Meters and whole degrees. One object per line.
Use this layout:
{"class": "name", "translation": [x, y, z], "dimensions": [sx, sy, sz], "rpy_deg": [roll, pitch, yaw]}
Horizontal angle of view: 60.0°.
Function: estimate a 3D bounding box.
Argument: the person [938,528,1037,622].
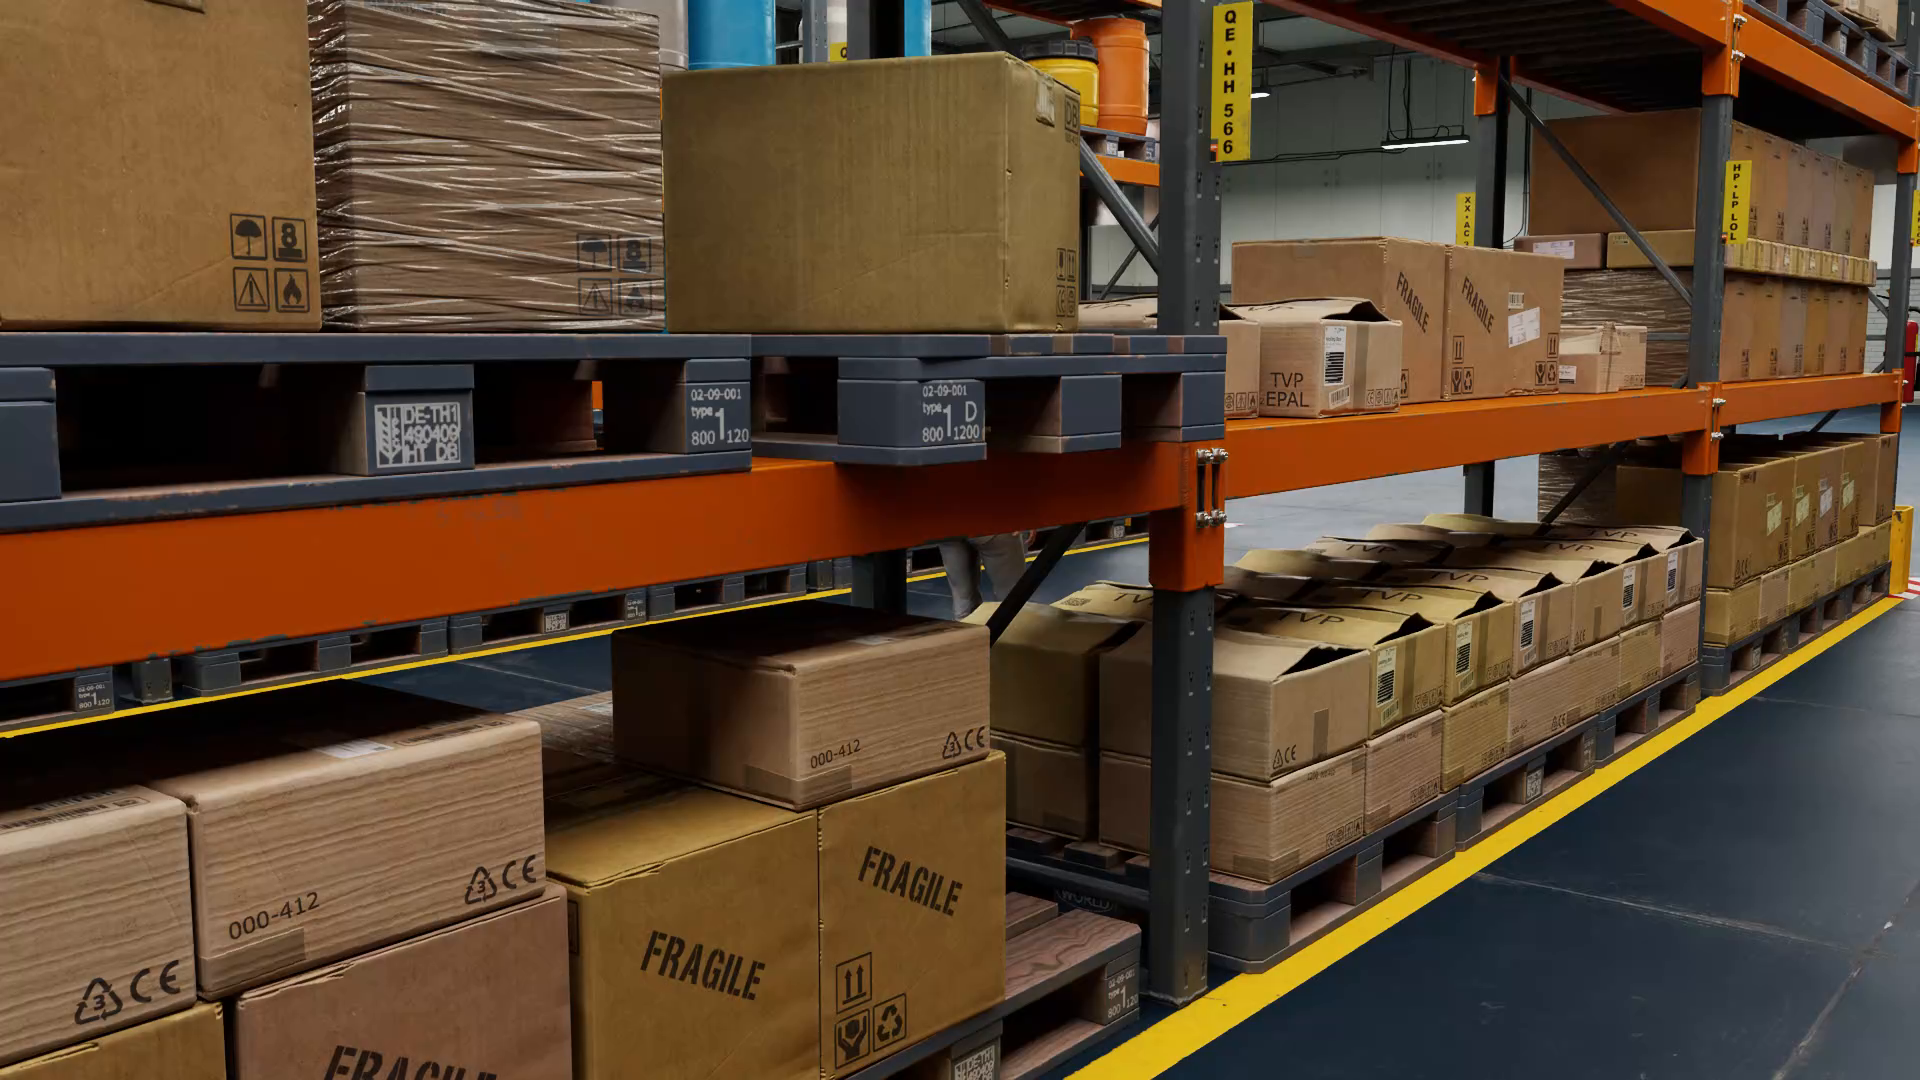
{"class": "person", "translation": [0.116, -0.078, 6.430], "dimensions": [0.521, 1.597, 0.475], "rpy_deg": [6, 9, 39]}
